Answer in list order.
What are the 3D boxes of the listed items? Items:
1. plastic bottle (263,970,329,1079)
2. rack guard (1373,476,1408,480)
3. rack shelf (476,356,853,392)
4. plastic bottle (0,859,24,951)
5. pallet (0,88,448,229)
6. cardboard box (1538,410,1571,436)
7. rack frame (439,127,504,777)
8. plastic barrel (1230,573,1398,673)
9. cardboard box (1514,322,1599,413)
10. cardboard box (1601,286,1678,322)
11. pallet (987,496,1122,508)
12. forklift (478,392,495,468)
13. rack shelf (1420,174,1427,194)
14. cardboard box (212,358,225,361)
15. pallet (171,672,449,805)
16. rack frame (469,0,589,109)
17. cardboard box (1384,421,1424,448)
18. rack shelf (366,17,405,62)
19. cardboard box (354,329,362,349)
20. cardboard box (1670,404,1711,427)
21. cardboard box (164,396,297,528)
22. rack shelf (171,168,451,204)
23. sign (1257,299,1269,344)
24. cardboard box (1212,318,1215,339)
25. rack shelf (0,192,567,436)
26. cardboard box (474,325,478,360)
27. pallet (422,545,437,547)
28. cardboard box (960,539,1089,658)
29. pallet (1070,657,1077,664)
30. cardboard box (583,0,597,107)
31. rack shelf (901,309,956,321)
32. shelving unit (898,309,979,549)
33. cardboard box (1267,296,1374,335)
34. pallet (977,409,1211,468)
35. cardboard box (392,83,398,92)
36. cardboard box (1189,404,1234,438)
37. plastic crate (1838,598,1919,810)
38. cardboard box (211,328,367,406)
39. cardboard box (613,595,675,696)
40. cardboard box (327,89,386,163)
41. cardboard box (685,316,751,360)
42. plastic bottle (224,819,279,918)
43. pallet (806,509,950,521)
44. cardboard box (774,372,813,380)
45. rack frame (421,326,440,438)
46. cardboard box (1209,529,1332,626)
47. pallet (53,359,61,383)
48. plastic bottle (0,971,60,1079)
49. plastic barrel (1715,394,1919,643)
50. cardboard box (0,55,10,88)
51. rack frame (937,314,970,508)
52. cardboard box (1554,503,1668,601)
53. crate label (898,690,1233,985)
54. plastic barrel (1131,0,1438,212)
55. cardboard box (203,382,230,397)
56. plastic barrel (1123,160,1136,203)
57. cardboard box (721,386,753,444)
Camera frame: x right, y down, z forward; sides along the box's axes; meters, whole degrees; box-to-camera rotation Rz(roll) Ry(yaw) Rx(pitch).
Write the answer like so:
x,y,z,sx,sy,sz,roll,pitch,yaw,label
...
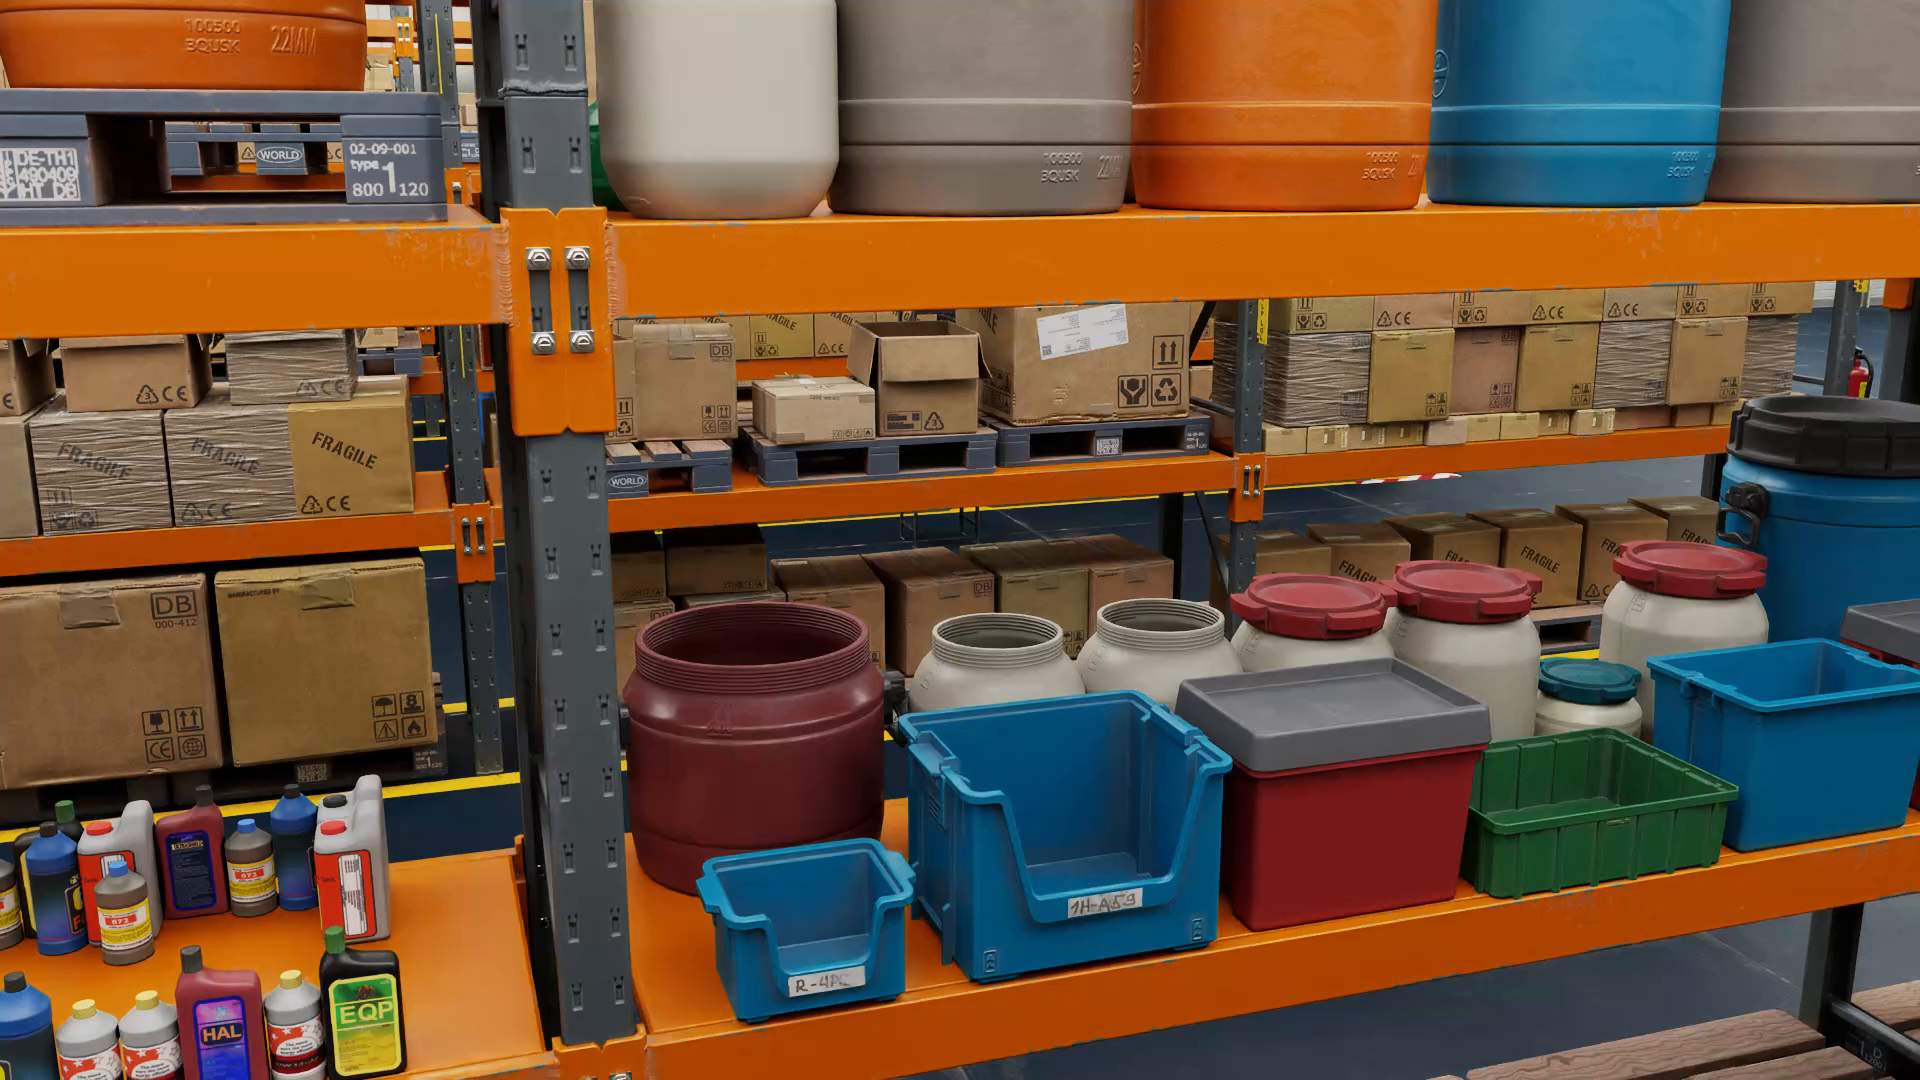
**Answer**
x,y,z,sx,sy,sz,roll,pitch,yaw,label
-1.181,0.864,2.956,0.097,0.201,0.097,0,13,0,plastic bottle
3.720,-0.918,15.421,0.348,0.500,1.175,-4,14,-18,rack guard
-1.989,-1.339,13.346,4.000,0.370,1.077,-4,14,-18,rack shelf
-2.015,0.744,3.462,0.097,0.201,0.097,0,13,0,plastic bottle
-1.575,-0.693,2.999,1.213,0.211,1.003,-4,14,-18,pallet
3.332,-0.711,9.695,0.250,0.149,0.380,-4,14,-18,cardboard box
-2.398,-0.446,8.038,0.127,3.000,1.000,-4,14,-18,rack frame
0.890,0.387,4.240,0.433,0.535,0.433,0,13,0,plastic barrel
3.253,-1.071,9.803,0.500,0.500,0.875,-4,14,-18,cardboard box
3.795,-1.547,9.647,0.500,0.500,0.500,-4,14,-18,cardboard box
0.652,-0.519,14.370,1.213,0.211,1.003,-4,14,-18,pallet
-3.055,-2.198,15.550,3.031,2.935,1.130,-6,15,-23,forklift
3.288,-1.999,9.636,4.000,0.370,1.077,-4,14,-18,rack shelf
-7.087,-1.693,16.962,0.875,0.875,0.875,-4,14,-17,cardboard box
-3.170,0.952,8.185,1.213,0.211,1.003,-4,14,-18,pallet
-0.819,-2.279,2.777,0.127,3.000,1.000,-4,14,-18,rack frame
2.396,-0.630,9.352,0.250,0.149,0.380,-4,14,-18,cardboard box
-7.455,-4.846,15.990,4.000,0.370,1.077,-4,14,-18,rack shelf
-4.441,-1.469,11.971,0.250,0.149,0.380,-4,14,-18,cardboard box
4.280,-0.785,10.005,0.250,0.149,0.380,-4,14,-18,cardboard box
-3.261,-0.369,7.495,0.500,0.500,0.500,-5,14,-19,cardboard box
-4.294,-1.408,7.153,4.000,0.370,1.077,-4,14,-18,rack shelf
1.573,-1.184,8.634,0.005,0.325,0.100,-4,14,-18,sign
2.275,-2.109,14.702,0.550,0.550,0.875,-4,14,-18,cardboard box
-2.714,-0.322,2.587,4.000,0.370,1.077,-4,14,-18,rack shelf
-3.543,-1.683,13.018,0.500,0.500,0.500,-4,14,-18,cardboard box
-4.626,-0.128,12.724,1.213,0.211,1.003,-4,14,-18,pallet
0.346,0.332,9.216,0.500,0.500,0.700,-5,14,-18,cardboard box
0.655,0.673,9.359,1.213,0.211,1.003,-4,14,-18,pallet
-1.871,-2.176,7.530,0.500,0.500,0.500,-4,14,-18,cardboard box
-0.157,-1.677,12.190,0.480,0.518,0.431,-4,14,-18,rack shelf
-0.157,-1.009,12.348,0.503,2.100,0.431,-4,14,-18,shelving unit
1.900,-1.399,9.022,0.500,0.500,0.500,-4,14,-18,cardboard box
0.622,-0.624,9.198,1.213,0.211,1.003,-4,14,-18,pallet
-5.868,-4.273,16.512,0.637,0.503,0.797,-5,14,-22,cardboard box
1.503,-0.700,9.646,0.250,0.149,0.380,-4,14,-18,cardboard box
2.611,0.416,4.272,0.583,0.464,0.402,-4,14,-18,plastic crate
-3.096,-0.933,7.698,0.637,0.503,0.797,-4,14,-16,cardboard box
-1.770,0.502,8.502,0.500,0.500,0.700,-5,14,-21,cardboard box
-4.345,-2.952,11.872,0.500,0.500,0.500,-4,14,-18,cardboard box
-1.941,-1.676,12.990,0.500,0.500,0.500,-5,14,-19,cardboard box
-1.543,0.707,3.617,0.097,0.201,0.097,0,13,0,plastic bottle
-0.801,-0.407,13.897,1.213,0.211,1.003,-4,14,-18,pallet
-0.904,-0.768,8.771,0.258,0.266,0.396,-5,14,-20,cardboard box
-5.559,-2.620,17.175,0.127,3.000,1.000,-4,14,-18,rack frame
1.785,0.249,9.607,0.500,0.500,0.500,-5,14,-20,cardboard box
-6.905,-1.178,11.527,1.213,0.211,1.003,-4,14,-18,pallet
-1.584,0.862,2.816,0.097,0.271,0.097,0,13,0,plastic bottle
2.510,0.063,4.814,0.708,0.901,0.600,-4,14,-18,plastic barrel
-3.744,-2.015,7.026,0.500,0.500,0.500,-4,14,-15,cardboard box
-0.093,-1.837,13.884,0.127,3.000,1.000,-4,14,-18,rack frame
4.031,0.069,10.365,0.500,0.500,0.500,-1,13,-3,cardboard box
0.209,0.609,3.526,0.616,0.435,0.502,-4,14,-18,crate label
0.649,-1.090,3.332,0.708,0.830,0.600,-4,14,-18,plastic barrel
-3.434,-0.480,7.964,0.500,0.500,0.500,-5,14,-20,cardboard box
0.312,-0.897,3.750,0.301,0.262,0.301,0,13,0,plastic barrel
-1.569,-0.811,13.524,0.750,0.750,1.050,-4,14,-18,cardboard box
